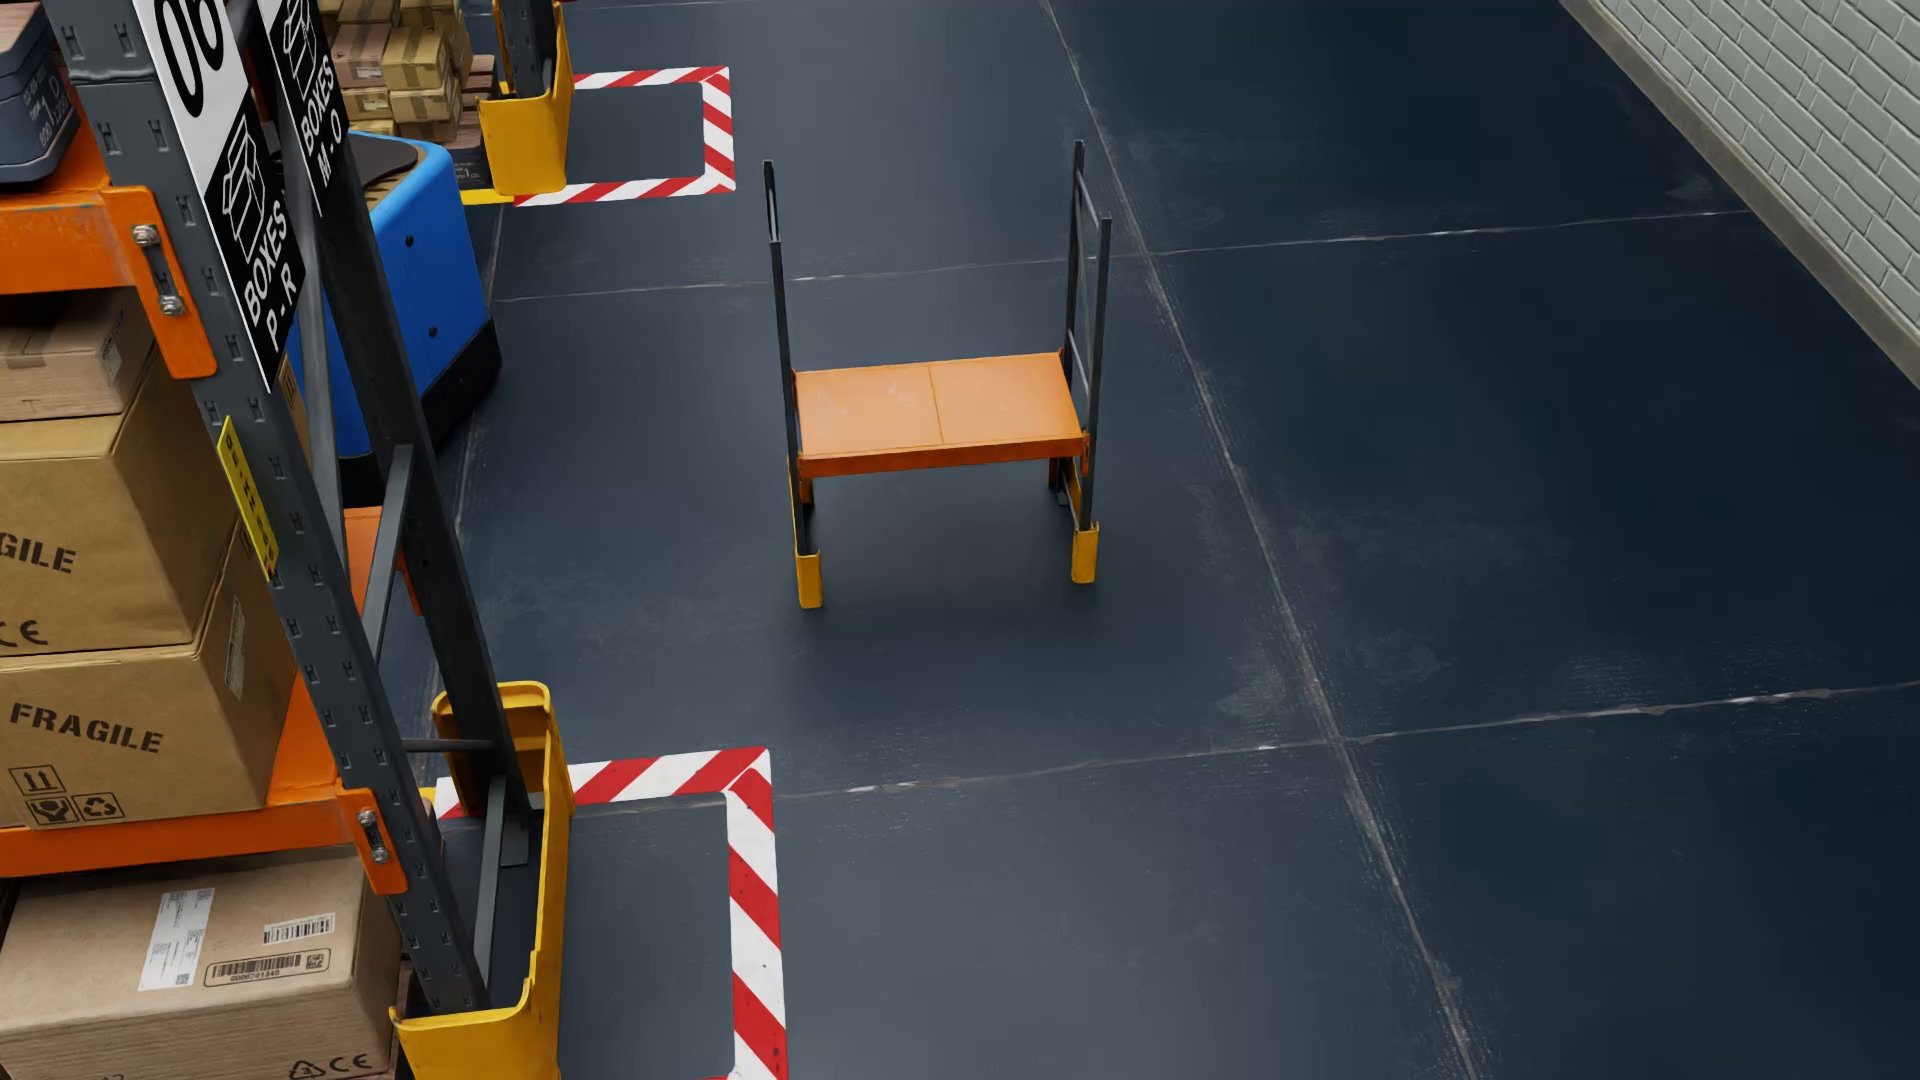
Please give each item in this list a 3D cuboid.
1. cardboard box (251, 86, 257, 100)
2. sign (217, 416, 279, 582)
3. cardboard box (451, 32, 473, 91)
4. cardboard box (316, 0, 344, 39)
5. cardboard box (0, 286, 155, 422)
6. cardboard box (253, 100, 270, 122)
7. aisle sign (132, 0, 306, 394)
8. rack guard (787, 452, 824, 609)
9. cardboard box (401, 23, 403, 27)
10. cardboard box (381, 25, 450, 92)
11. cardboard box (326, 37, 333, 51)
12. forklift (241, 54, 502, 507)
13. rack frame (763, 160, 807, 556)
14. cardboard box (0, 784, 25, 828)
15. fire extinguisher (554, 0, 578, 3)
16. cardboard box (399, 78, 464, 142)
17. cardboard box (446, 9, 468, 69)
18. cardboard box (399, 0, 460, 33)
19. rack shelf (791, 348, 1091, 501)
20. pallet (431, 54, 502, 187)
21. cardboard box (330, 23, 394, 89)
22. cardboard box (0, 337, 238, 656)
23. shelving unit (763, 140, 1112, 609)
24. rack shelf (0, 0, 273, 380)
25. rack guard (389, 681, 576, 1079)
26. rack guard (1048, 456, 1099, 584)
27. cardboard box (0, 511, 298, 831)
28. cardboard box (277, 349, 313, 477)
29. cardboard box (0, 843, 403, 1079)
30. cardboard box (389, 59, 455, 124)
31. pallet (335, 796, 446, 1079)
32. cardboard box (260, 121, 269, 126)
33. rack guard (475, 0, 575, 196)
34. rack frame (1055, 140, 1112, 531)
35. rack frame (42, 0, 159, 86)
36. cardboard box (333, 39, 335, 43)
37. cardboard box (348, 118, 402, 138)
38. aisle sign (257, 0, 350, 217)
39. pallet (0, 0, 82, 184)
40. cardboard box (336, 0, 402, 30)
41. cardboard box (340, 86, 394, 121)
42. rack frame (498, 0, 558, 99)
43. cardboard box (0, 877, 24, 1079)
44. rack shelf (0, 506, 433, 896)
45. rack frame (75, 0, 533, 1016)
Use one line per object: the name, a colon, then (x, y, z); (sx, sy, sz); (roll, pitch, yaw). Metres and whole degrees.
cardboard box: (-3.355, -2.229, 7.852); (0.250, 0.149, 0.380); (-7, 42, -7)
sign: (-1.303, -0.073, 3.050); (0.005, 0.325, 0.100); (-5, 42, -6)
cardboard box: (-2.662, -2.460, 8.553); (0.250, 0.149, 0.380); (-4, 42, -5)
cardboard box: (-3.189, -2.653, 8.323); (0.250, 0.149, 0.380); (-5, 42, -6)
cardboard box: (-1.689, -0.402, 3.151); (0.250, 0.149, 0.380); (-4, 42, -5)
cardboard box: (-3.383, -2.167, 8.005); (0.250, 0.149, 0.380); (-5, 42, -6)
aisle sign: (-1.248, -0.683, 2.826); (0.004, 0.787, 0.394); (-5, 42, -6)
rack guard: (-0.569, -0.043, 6.111); (0.087, 0.250, 0.587); (-5, 42, -6)
cardboard box: (-2.933, -2.542, 8.422); (0.250, 0.149, 0.380); (-5, 42, -6)
cardboard box: (-2.594, -2.300, 7.931); (0.250, 0.149, 0.380); (-5, 42, -5)
cardboard box: (-3.090, -2.209, 7.830); (0.250, 0.149, 0.380); (-6, 42, -6)
forklift: (-3.491, -1.757, 6.009); (3.031, 2.935, 1.130); (11, 43, 12)
rack frame: (-0.589, -0.505, 5.691); (0.032, 1.500, 0.500); (-5, 42, -6)
cardboard box: (-2.303, 0.297, 3.606); (0.500, 0.500, 0.500); (-6, 42, -6)
fire extinguisher: (-1.792, -2.744, 7.388); (0.183, 0.674, 0.296); (-5, 42, -6)
cardboard box: (-2.596, -2.109, 8.163); (0.250, 0.149, 0.380); (-4, 42, -5)
cardboard box: (-2.654, -2.528, 8.406); (0.250, 0.149, 0.380); (-3, 42, -4)
cardboard box: (-2.665, -2.694, 8.368); (0.250, 0.149, 0.380); (-7, 42, -7)
rack shelf: (-0.085, -0.416, 5.860); (1.000, 0.185, 0.538); (-5, 42, -6)
pallet: (-2.987, -2.106, 8.428); (1.213, 0.211, 1.003); (-5, 42, -6)
cardboard box: (-2.850, -2.316, 7.949); (0.250, 0.149, 0.380); (-4, 42, -5)
cardboard box: (-1.807, -0.125, 3.328); (0.500, 0.500, 0.500); (-4, 42, -4)
shelving unit: (-0.076, -0.550, 5.740); (1.083, 1.500, 0.587); (-5, 42, -6)
rack shelf: (-3.343, -0.590, 2.962); (4.000, 0.370, 1.077); (-5, 42, -6)
rack guard: (-1.336, 1.009, 4.758); (0.348, 0.500, 1.175); (-5, 42, -6)
rack guard: (0.418, -0.129, 6.207); (0.087, 0.250, 0.587); (-5, 42, -6)
cardboard box: (-1.803, 0.264, 3.643); (0.500, 0.500, 0.500); (-5, 42, -5)
cardboard box: (-1.873, -0.103, 4.050); (0.500, 0.500, 0.500); (-5, 42, -6)
cardboard box: (-2.001, 1.002, 4.499); (0.875, 0.438, 0.875); (-6, 42, -7)
cardboard box: (-2.588, -2.168, 8.007); (0.250, 0.149, 0.380); (-6, 42, -7)
pallet: (-2.142, 1.240, 4.718); (1.213, 0.211, 1.003); (-5, 42, -6)
cardboard box: (-3.354, -2.023, 8.068); (0.250, 0.149, 0.380); (-5, 42, -5)
rack guard: (-2.177, -2.261, 8.383); (0.348, 0.500, 1.175); (-5, 42, -6)
rack frame: (0.419, -0.594, 5.788); (0.032, 1.500, 0.500); (-5, 42, -6)
rack frame: (-1.359, -2.145, 1.909); (0.127, 3.000, 1.000); (-5, 42, -6)
cardboard box: (-3.164, -2.462, 8.333); (0.250, 0.149, 0.380); (-4, 42, -5)
cardboard box: (-2.838, -2.019, 8.064); (0.250, 0.149, 0.380); (-4, 42, -4)
aisle sign: (-1.326, -1.081, 3.268); (0.004, 0.787, 0.394); (-5, 42, -6)
pallet: (-2.094, -0.926, 2.864); (1.213, 0.211, 1.003); (-5, 42, -6)
cardboard box: (-2.923, -2.590, 8.253); (0.250, 0.149, 0.380); (-4, 42, -5)
cardboard box: (-2.854, -2.181, 8.021); (0.250, 0.149, 0.380); (-6, 42, -7)
rack frame: (-2.101, -3.196, 7.553); (0.127, 3.000, 1.000); (-5, 42, -6)
cardboard box: (-2.907, 1.087, 4.404); (0.875, 0.438, 0.875); (-4, 42, -4)
rack shelf: (-3.343, 0.524, 3.967); (4.000, 0.370, 1.077); (-5, 42, -6)
rack frame: (-1.359, 0.083, 3.918); (0.127, 3.000, 1.000); (-5, 42, -6)
